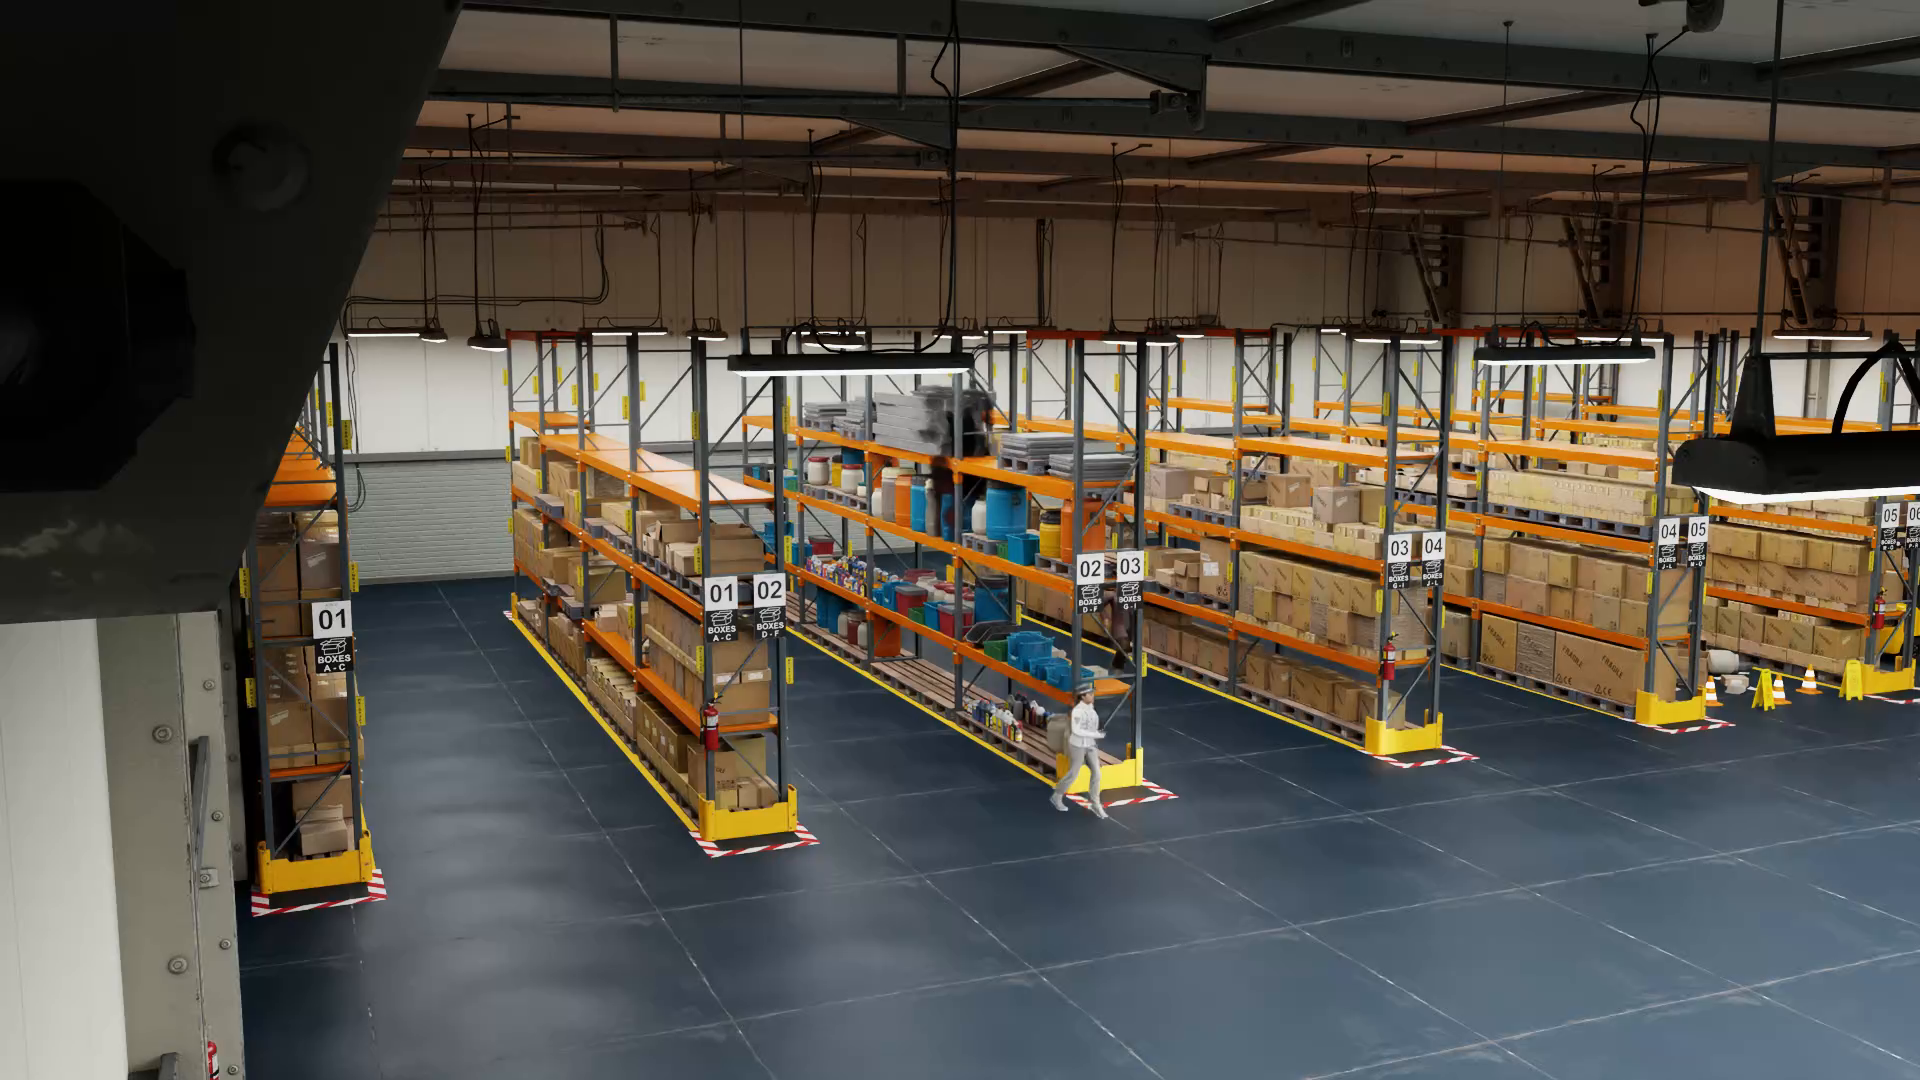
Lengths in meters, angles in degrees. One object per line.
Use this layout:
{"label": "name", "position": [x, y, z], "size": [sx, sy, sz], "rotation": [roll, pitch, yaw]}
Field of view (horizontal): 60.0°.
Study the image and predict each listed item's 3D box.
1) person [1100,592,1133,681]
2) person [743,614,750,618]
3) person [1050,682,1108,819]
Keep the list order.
{"label": "person", "position": [2.820, 1.544, 28.826], "size": [0.683, 1.783, 0.748], "rotation": [-4, 9, -27]}
{"label": "person", "position": [-3.975, 1.424, 29.760], "size": [0.682, 1.828, 0.702], "rotation": [-4, 9, -29]}
{"label": "person", "position": [1.535, 2.645, 21.052], "size": [0.752, 1.750, 0.632], "rotation": [5, 9, 33]}
